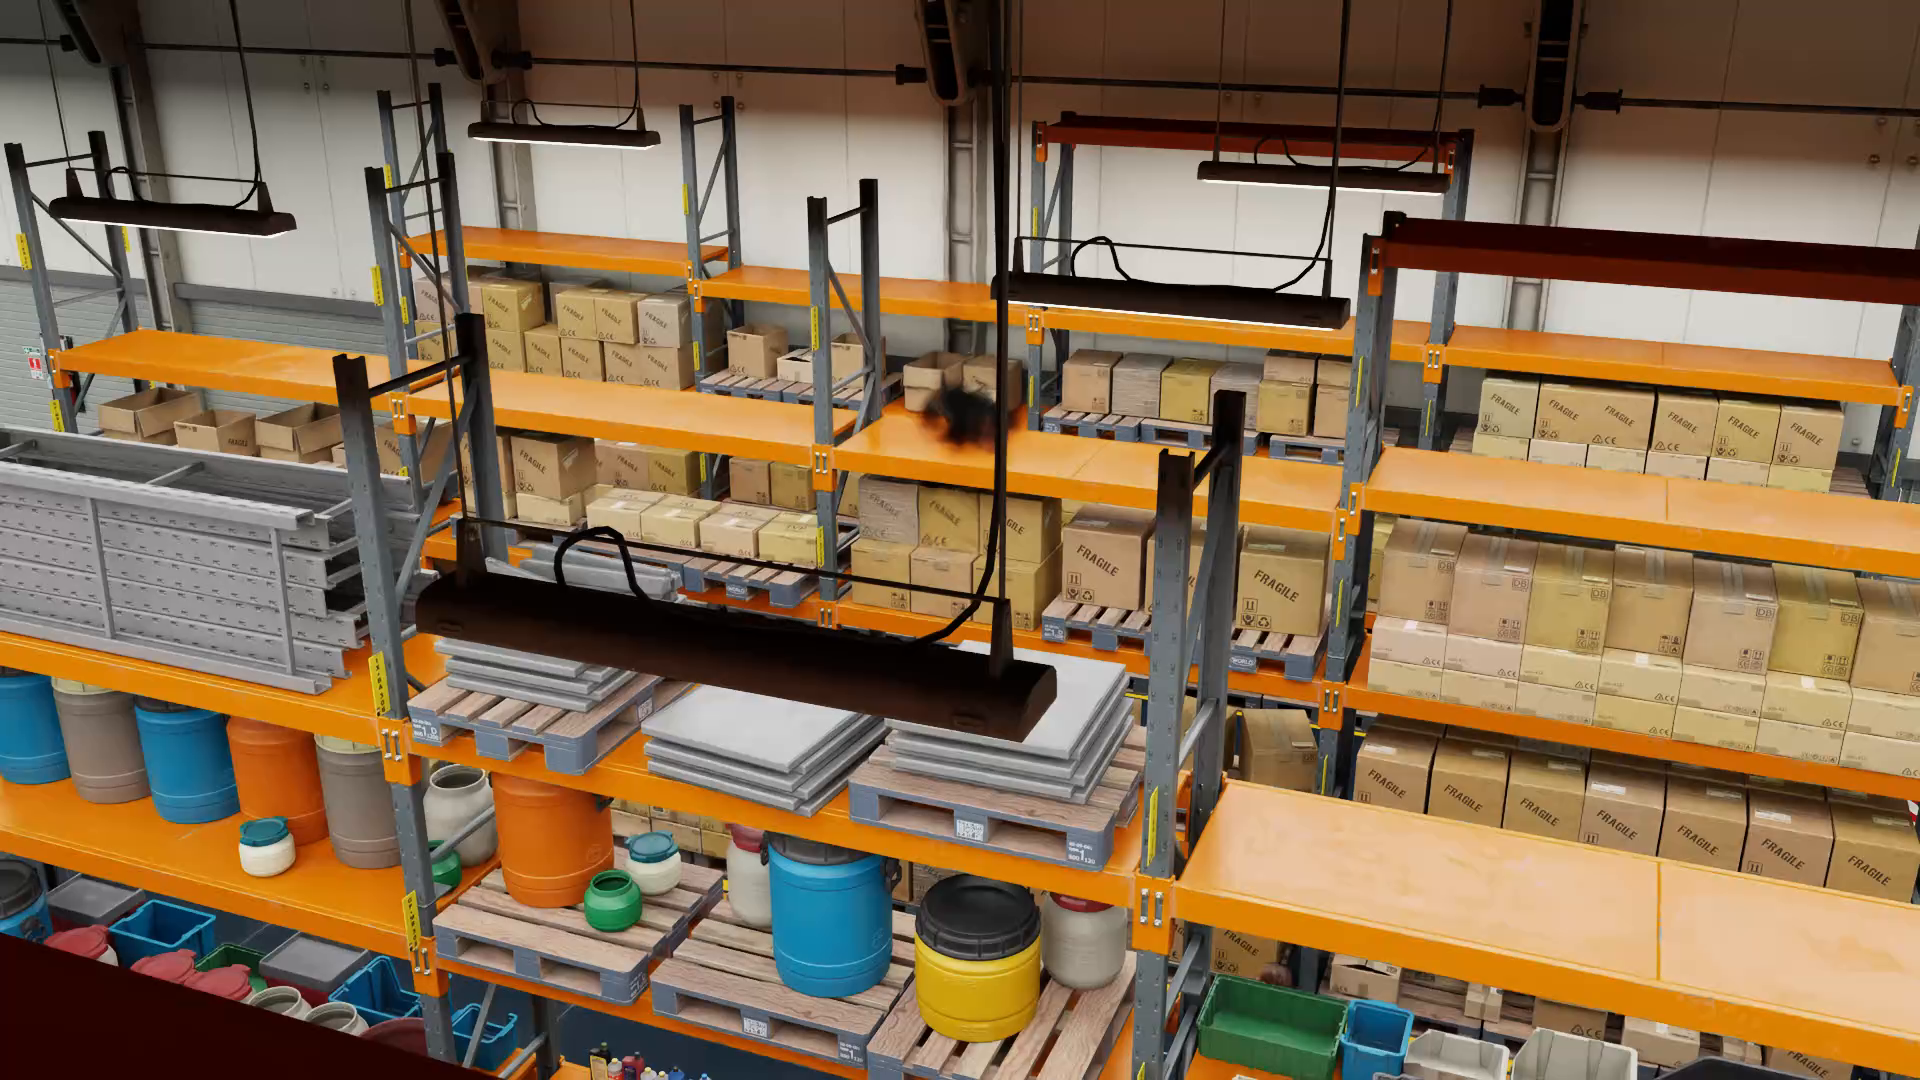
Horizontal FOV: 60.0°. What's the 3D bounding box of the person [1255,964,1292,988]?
[{"bbox_3d":[2.033,3.483,11.066,0.562,1.550,0.533,4,21,12],"label":"person"}]
